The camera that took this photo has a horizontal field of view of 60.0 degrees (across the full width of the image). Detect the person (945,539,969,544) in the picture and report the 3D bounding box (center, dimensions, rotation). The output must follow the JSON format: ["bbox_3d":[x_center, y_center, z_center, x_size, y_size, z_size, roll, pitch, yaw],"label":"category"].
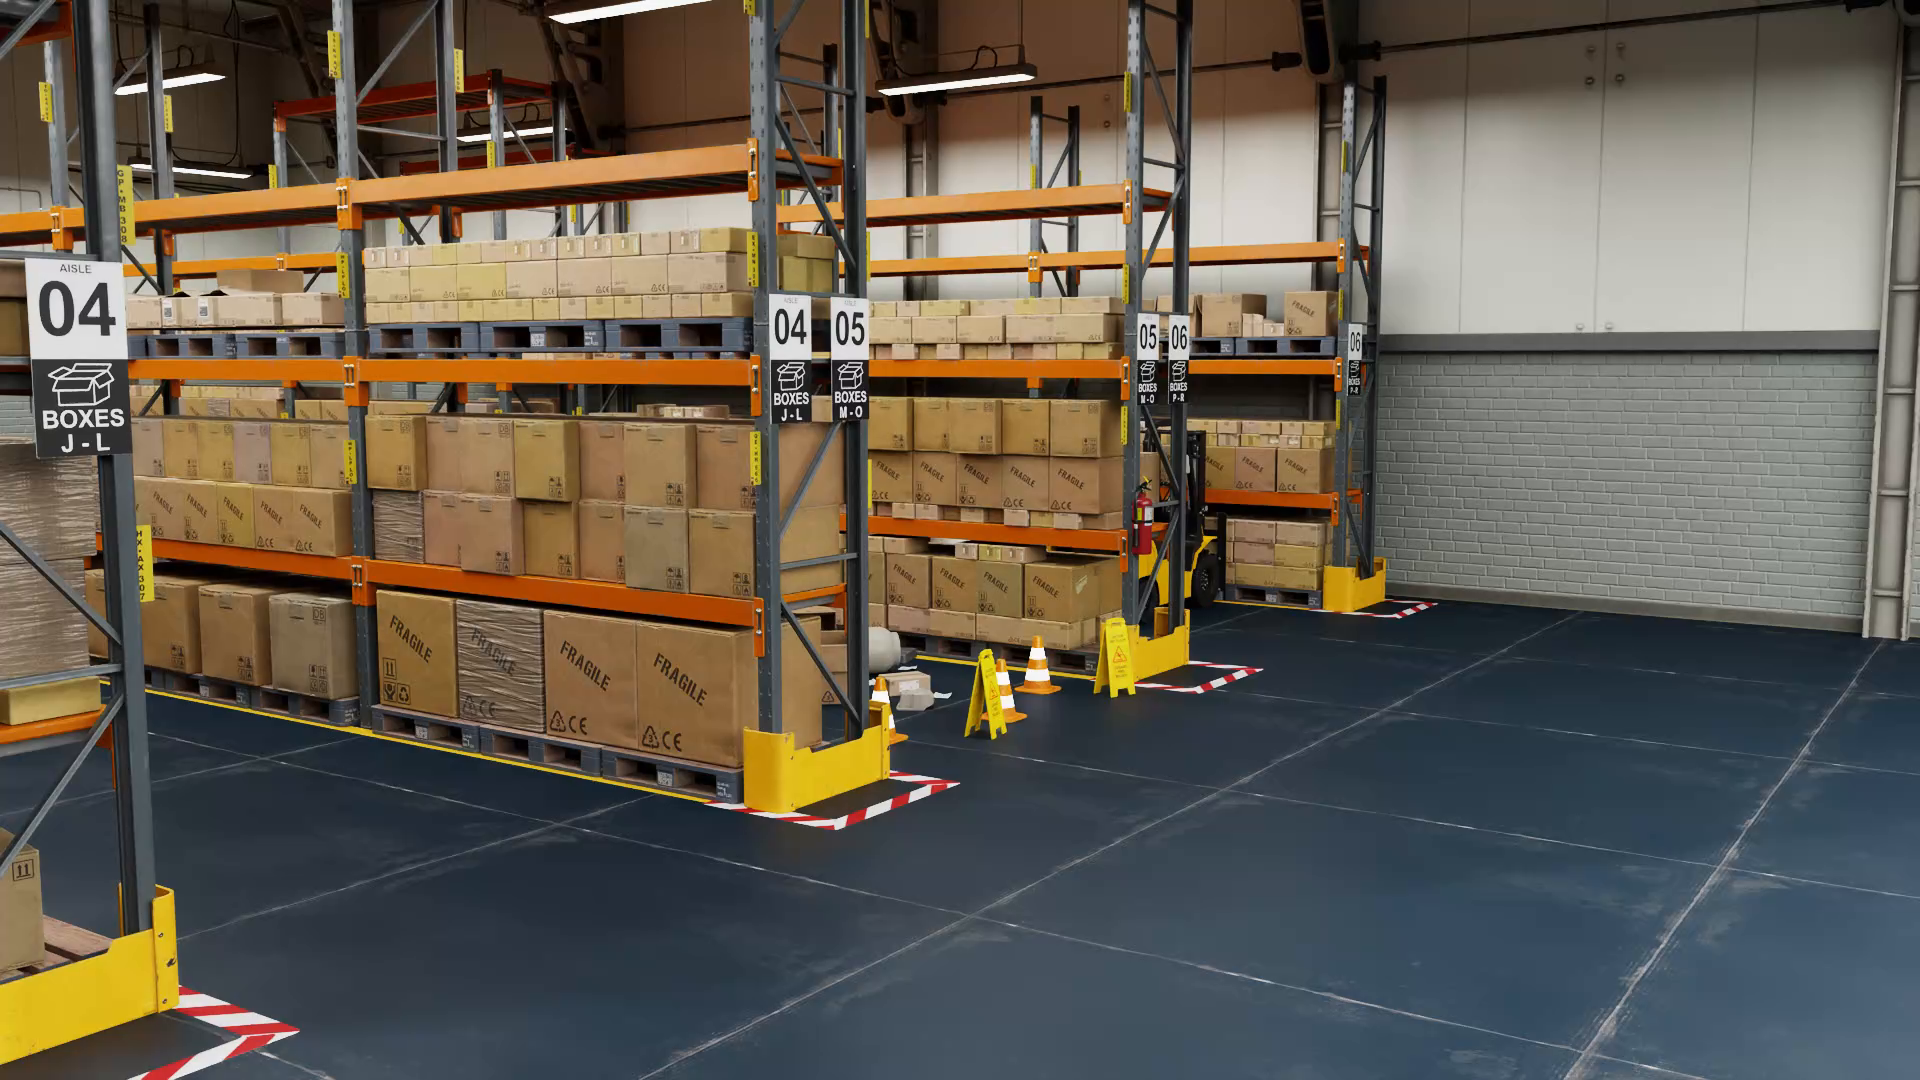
[{"bbox_3d":[0.041,0.400,18.630,0.582,0.836,0.949,4,7,32],"label":"person"}]
